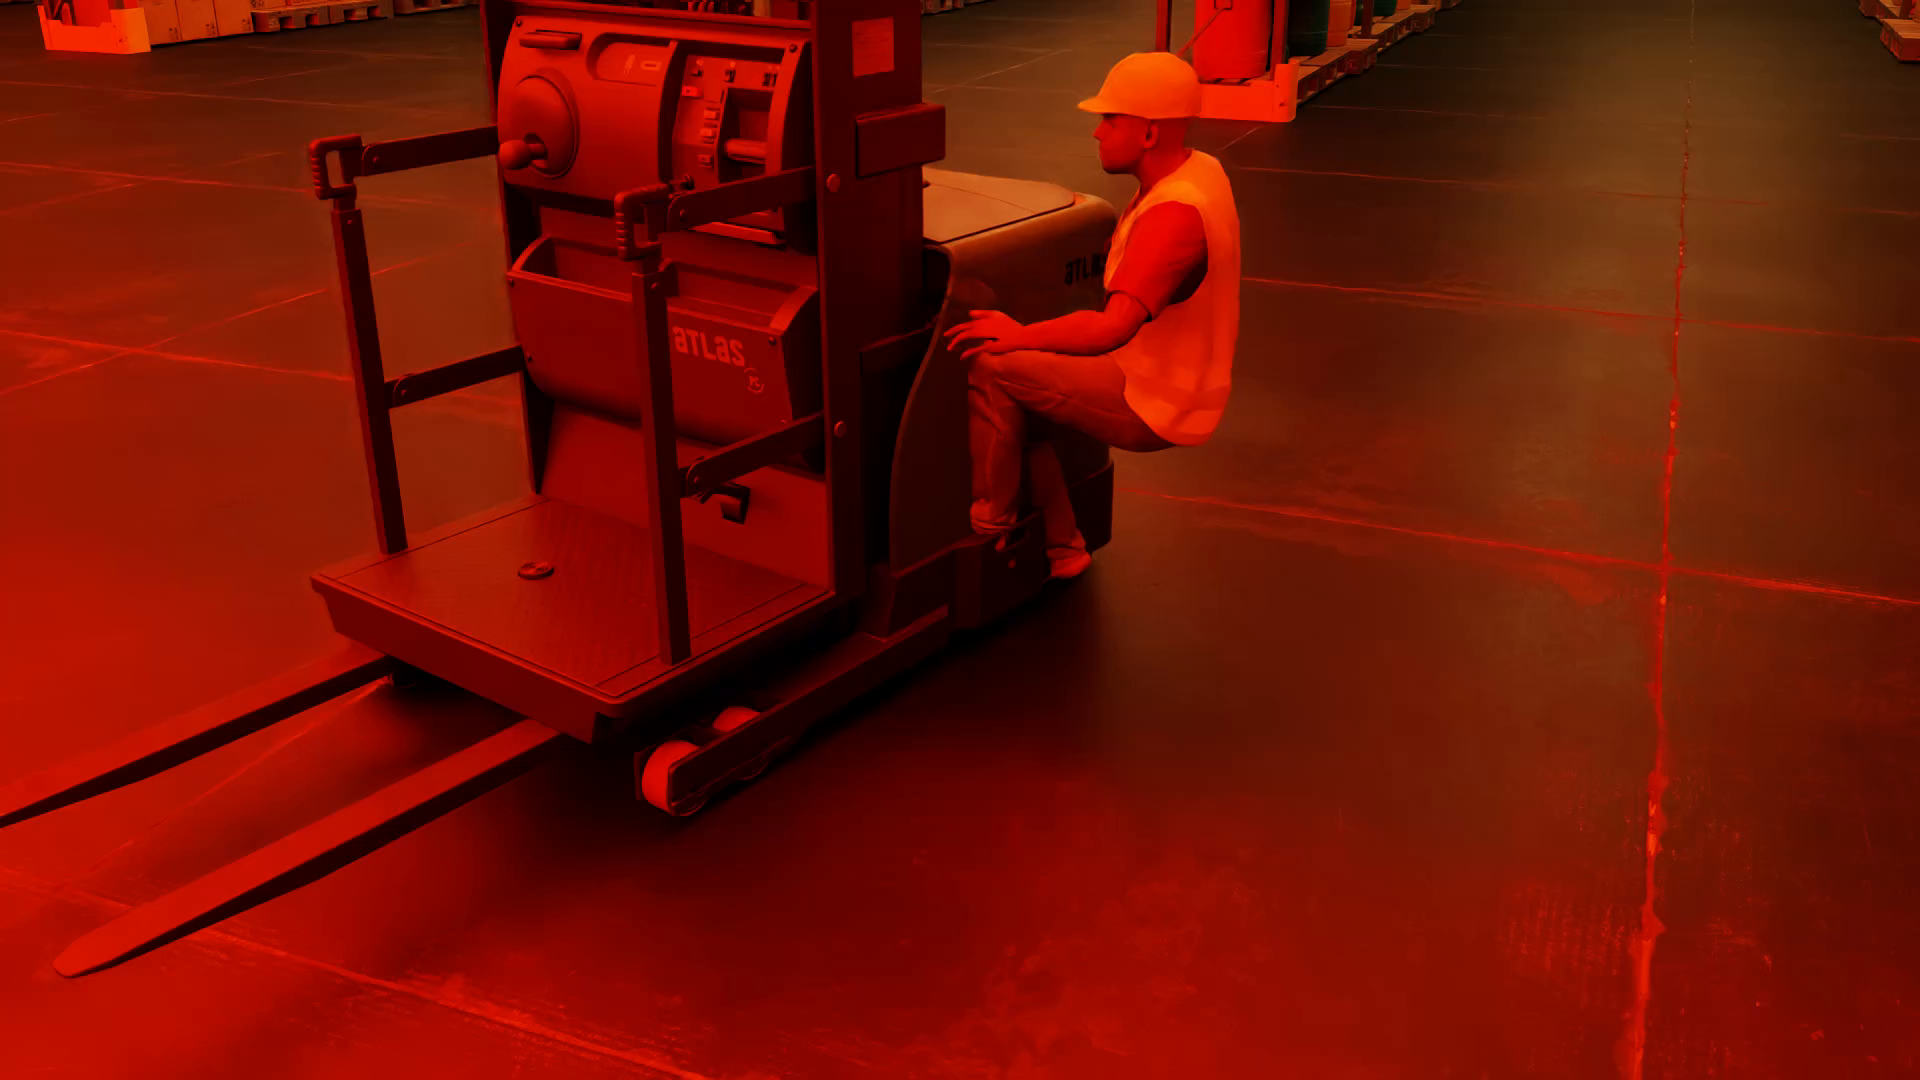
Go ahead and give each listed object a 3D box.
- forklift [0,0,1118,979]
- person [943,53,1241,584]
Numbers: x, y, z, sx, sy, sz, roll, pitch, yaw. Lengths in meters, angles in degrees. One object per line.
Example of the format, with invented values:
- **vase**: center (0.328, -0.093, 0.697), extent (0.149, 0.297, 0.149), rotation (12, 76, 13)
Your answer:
- **forklift**: center (-0.841, -0.961, 3.591), extent (1.130, 2.935, 3.031), rotation (16, 28, 34)
- **person**: center (0.260, -0.454, 4.217), extent (0.863, 1.521, 0.939), rotation (1, 23, 2)
